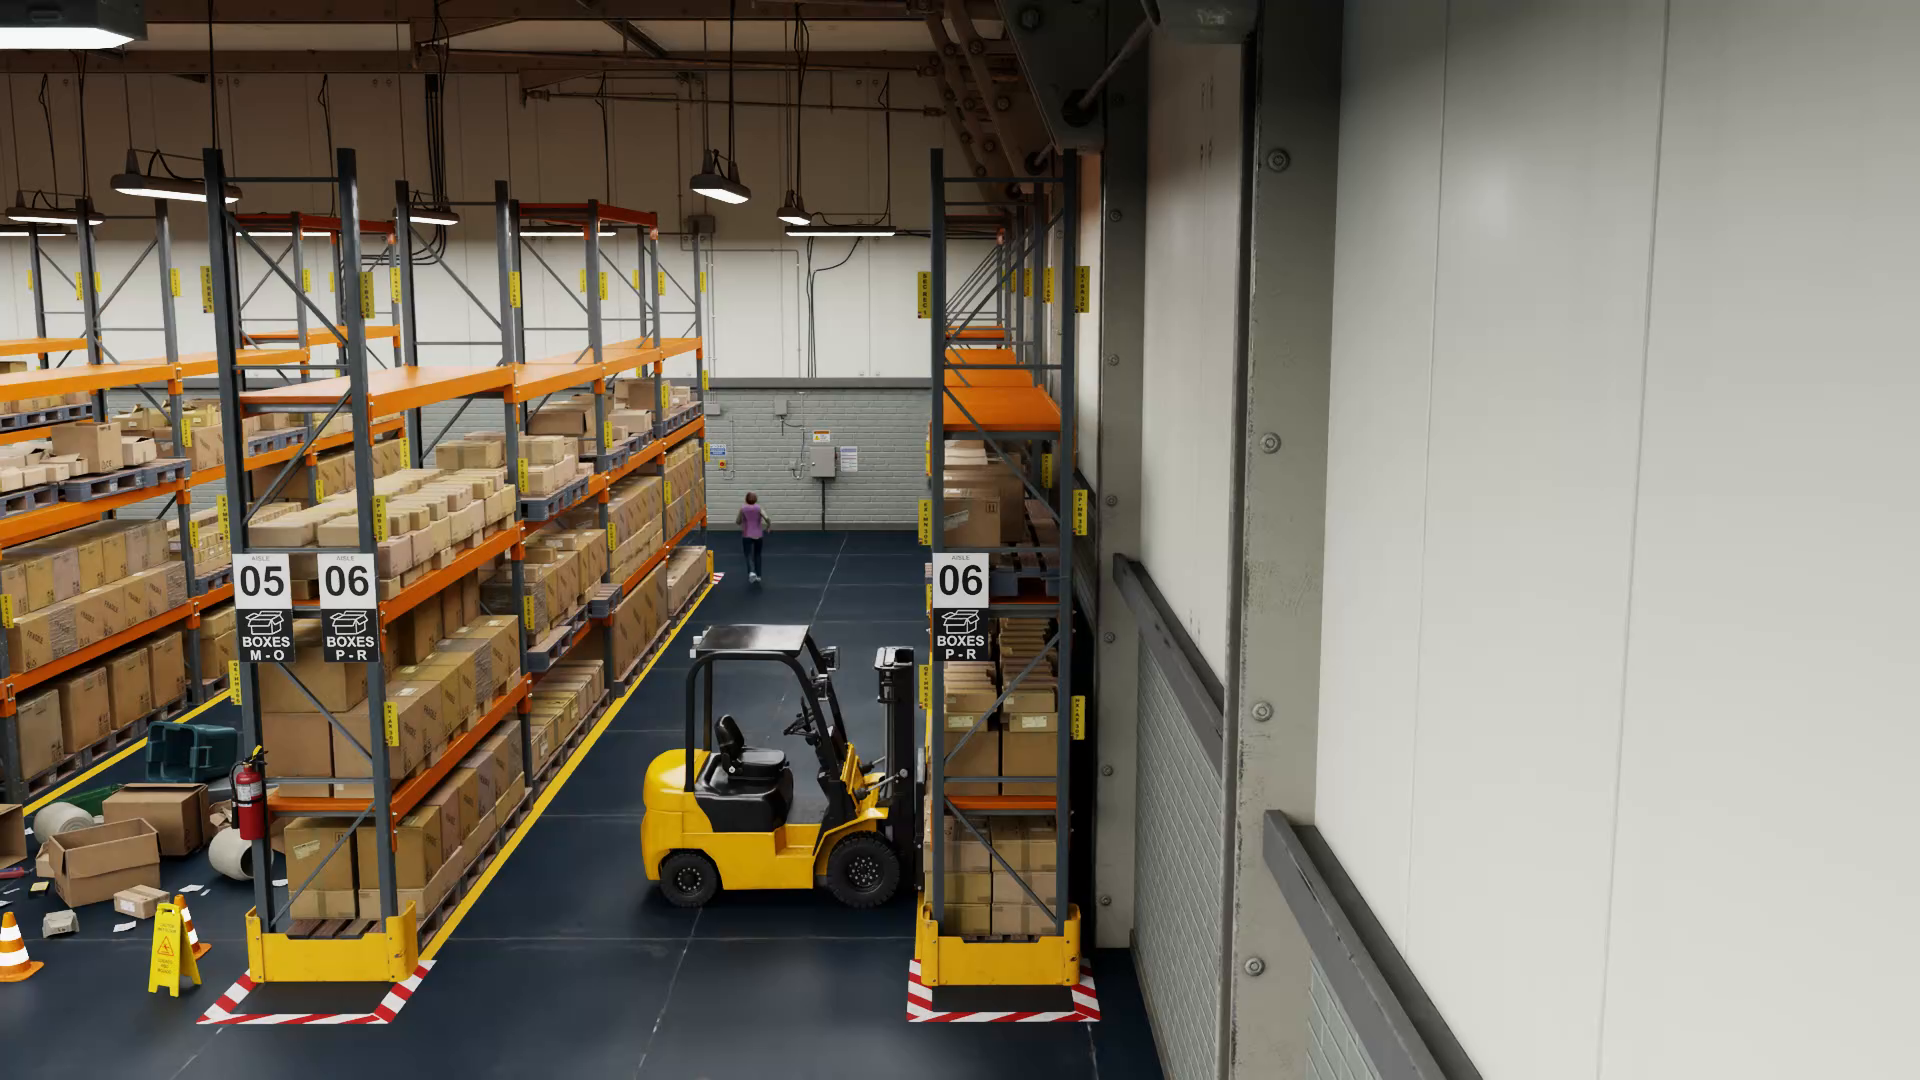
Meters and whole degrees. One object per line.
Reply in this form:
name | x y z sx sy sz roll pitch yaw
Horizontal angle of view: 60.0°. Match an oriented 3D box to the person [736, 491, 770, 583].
person | -3.441 -0.045 27.673 0.572 1.573 0.850 -1 9 -8
